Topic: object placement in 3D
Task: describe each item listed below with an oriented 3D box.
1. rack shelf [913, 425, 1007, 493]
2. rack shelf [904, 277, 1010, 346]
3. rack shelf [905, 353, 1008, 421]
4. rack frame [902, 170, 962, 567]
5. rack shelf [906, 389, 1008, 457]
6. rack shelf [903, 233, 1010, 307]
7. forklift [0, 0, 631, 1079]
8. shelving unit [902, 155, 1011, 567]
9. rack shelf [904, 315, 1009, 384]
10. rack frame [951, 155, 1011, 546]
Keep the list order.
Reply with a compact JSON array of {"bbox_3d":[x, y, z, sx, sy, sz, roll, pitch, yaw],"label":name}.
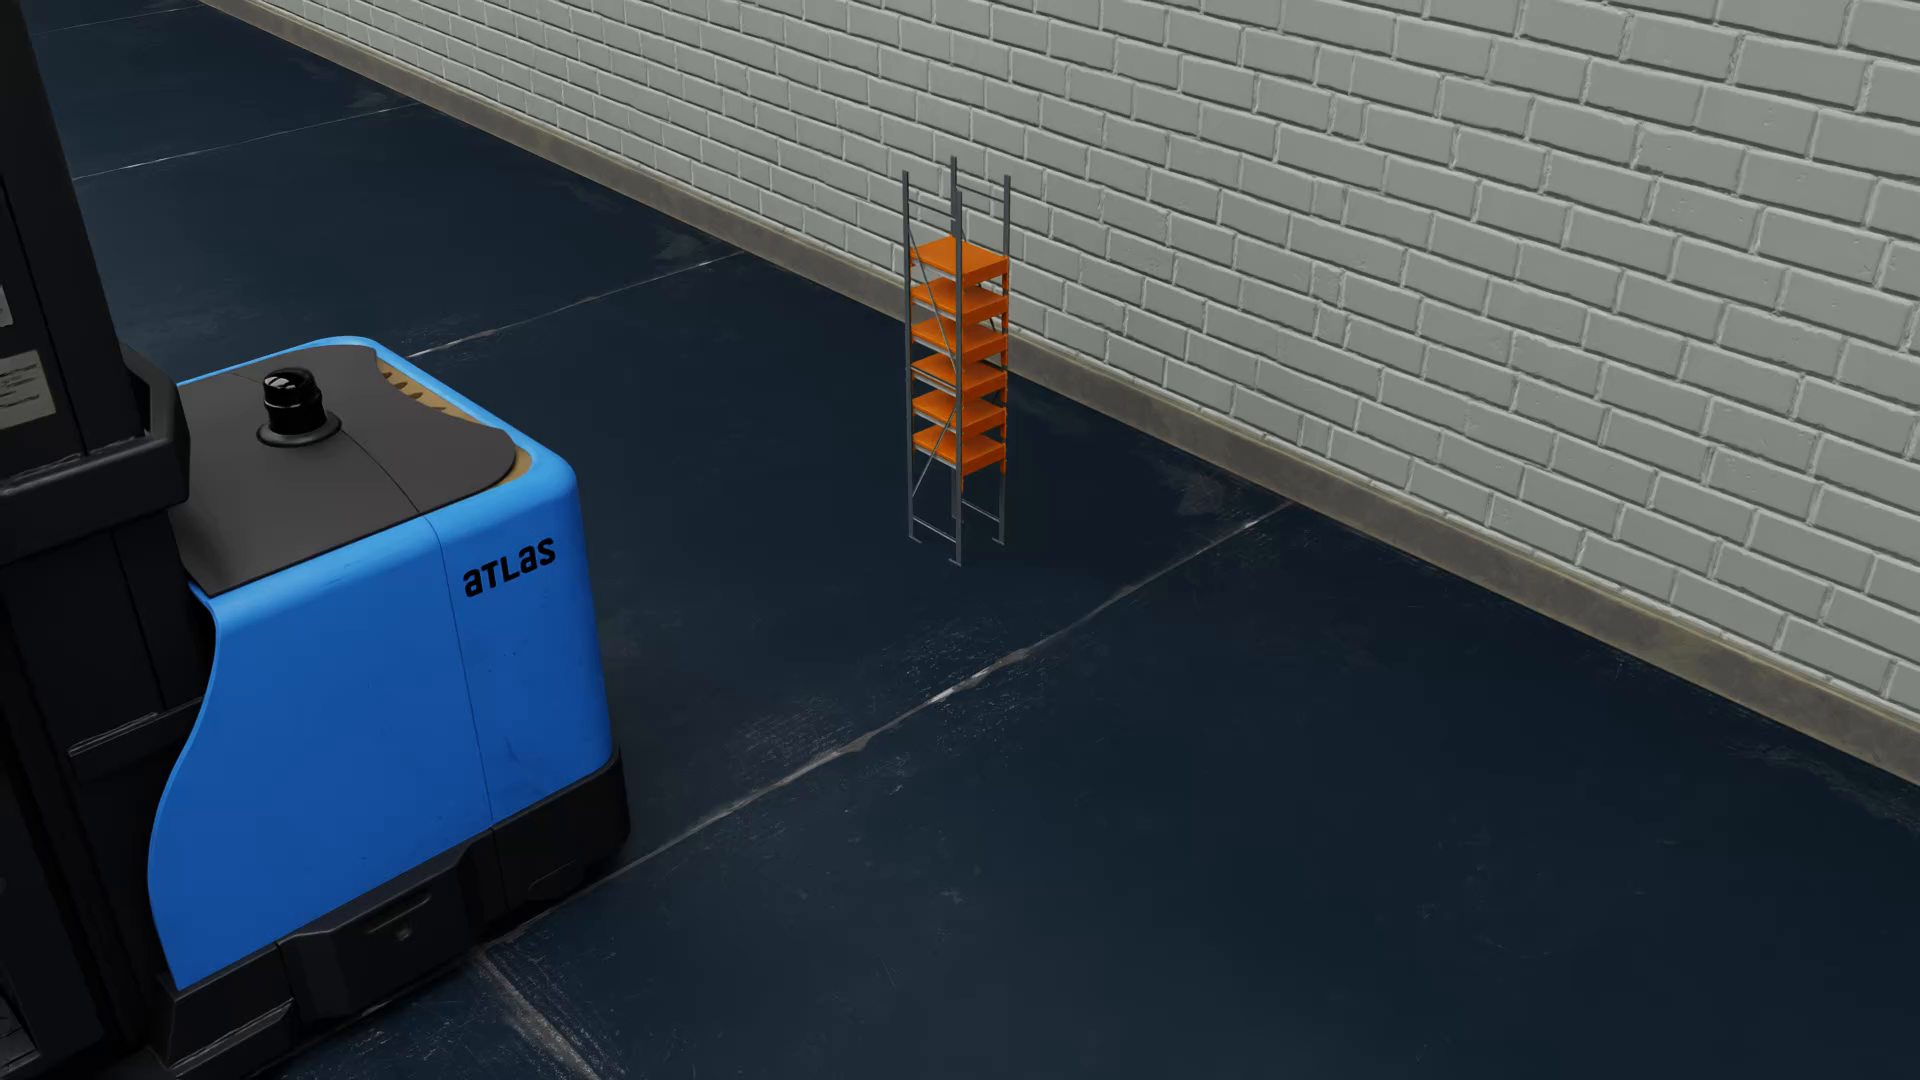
[{"bbox_3d":[-0.011,-0.264,5.077,0.180,0.103,0.258,-26,40,-35],"label":"rack shelf"},{"bbox_3d":[-0.011,-0.674,4.827,0.180,0.103,0.258,-26,40,-35],"label":"rack shelf"},{"bbox_3d":[-0.011,-0.469,4.952,0.180,0.103,0.258,-26,40,-35],"label":"rack shelf"},{"bbox_3d":[-0.078,-0.474,4.876,0.006,1.200,0.240,-26,40,-35],"label":"rack frame"},{"bbox_3d":[-0.011,-0.366,5.014,0.180,0.103,0.258,-26,40,-35],"label":"rack shelf"},{"bbox_3d":[-0.011,-0.776,4.764,0.180,0.103,0.258,-26,40,-35],"label":"rack shelf"},{"bbox_3d":[-2.195,-0.135,2.662,3.031,2.935,1.130,-27,40,-37],"label":"forklift"},{"bbox_3d":[-0.011,-0.507,4.929,0.189,1.200,0.258,-26,40,-35],"label":"shelving unit"},{"bbox_3d":[-0.011,-0.571,4.889,0.180,0.103,0.258,-26,40,-35],"label":"rack shelf"},{"bbox_3d":[0.056,-0.539,4.982,0.006,1.200,0.240,-26,40,-35],"label":"rack frame"}]
